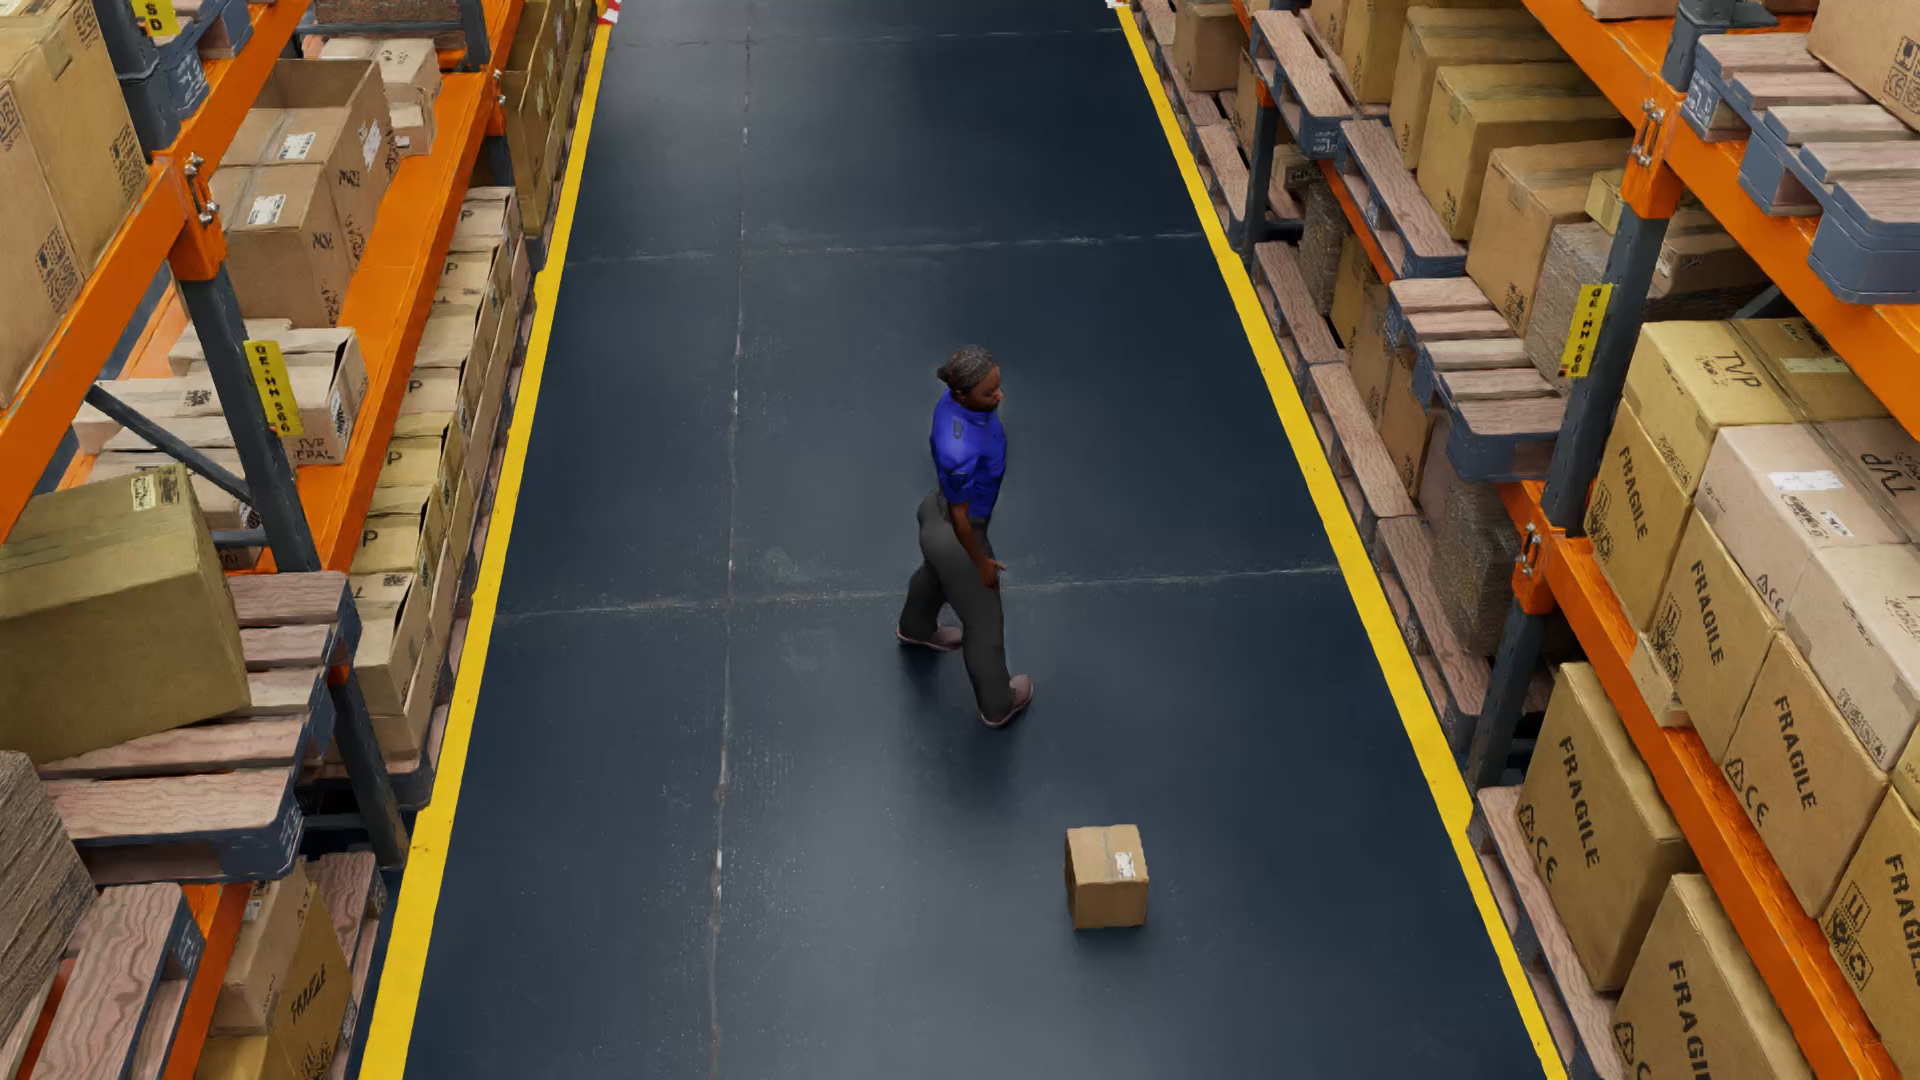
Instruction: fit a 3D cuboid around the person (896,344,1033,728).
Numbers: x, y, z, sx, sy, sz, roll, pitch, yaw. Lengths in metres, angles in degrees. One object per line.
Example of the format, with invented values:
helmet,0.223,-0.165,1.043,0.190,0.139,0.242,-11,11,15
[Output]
person,0.015,-0.064,6.251,0.551,1.659,0.595,-1,39,-1
